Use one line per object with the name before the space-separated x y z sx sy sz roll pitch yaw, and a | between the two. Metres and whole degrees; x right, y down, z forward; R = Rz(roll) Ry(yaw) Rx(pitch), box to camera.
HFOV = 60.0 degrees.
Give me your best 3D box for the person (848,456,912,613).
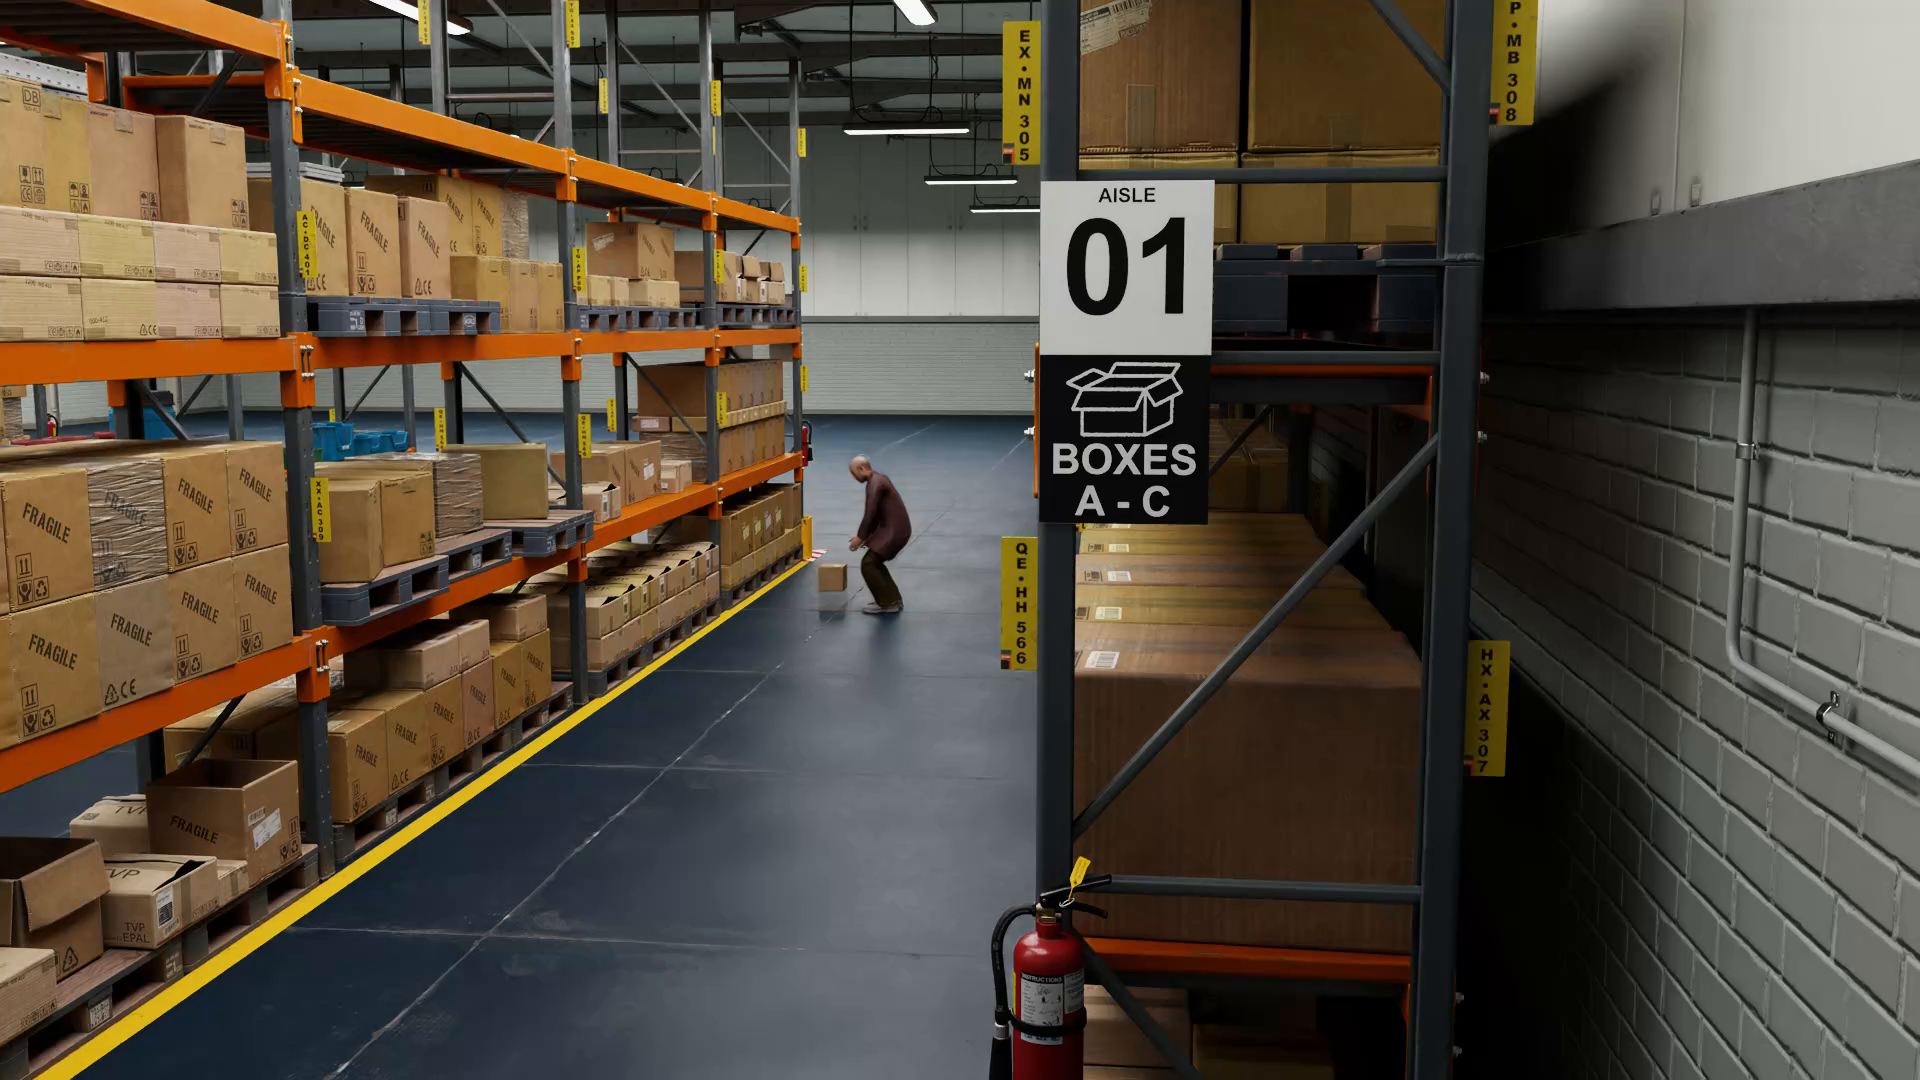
person | -0.799 -0.056 16.651 0.612 1.558 0.625 1 7 7
